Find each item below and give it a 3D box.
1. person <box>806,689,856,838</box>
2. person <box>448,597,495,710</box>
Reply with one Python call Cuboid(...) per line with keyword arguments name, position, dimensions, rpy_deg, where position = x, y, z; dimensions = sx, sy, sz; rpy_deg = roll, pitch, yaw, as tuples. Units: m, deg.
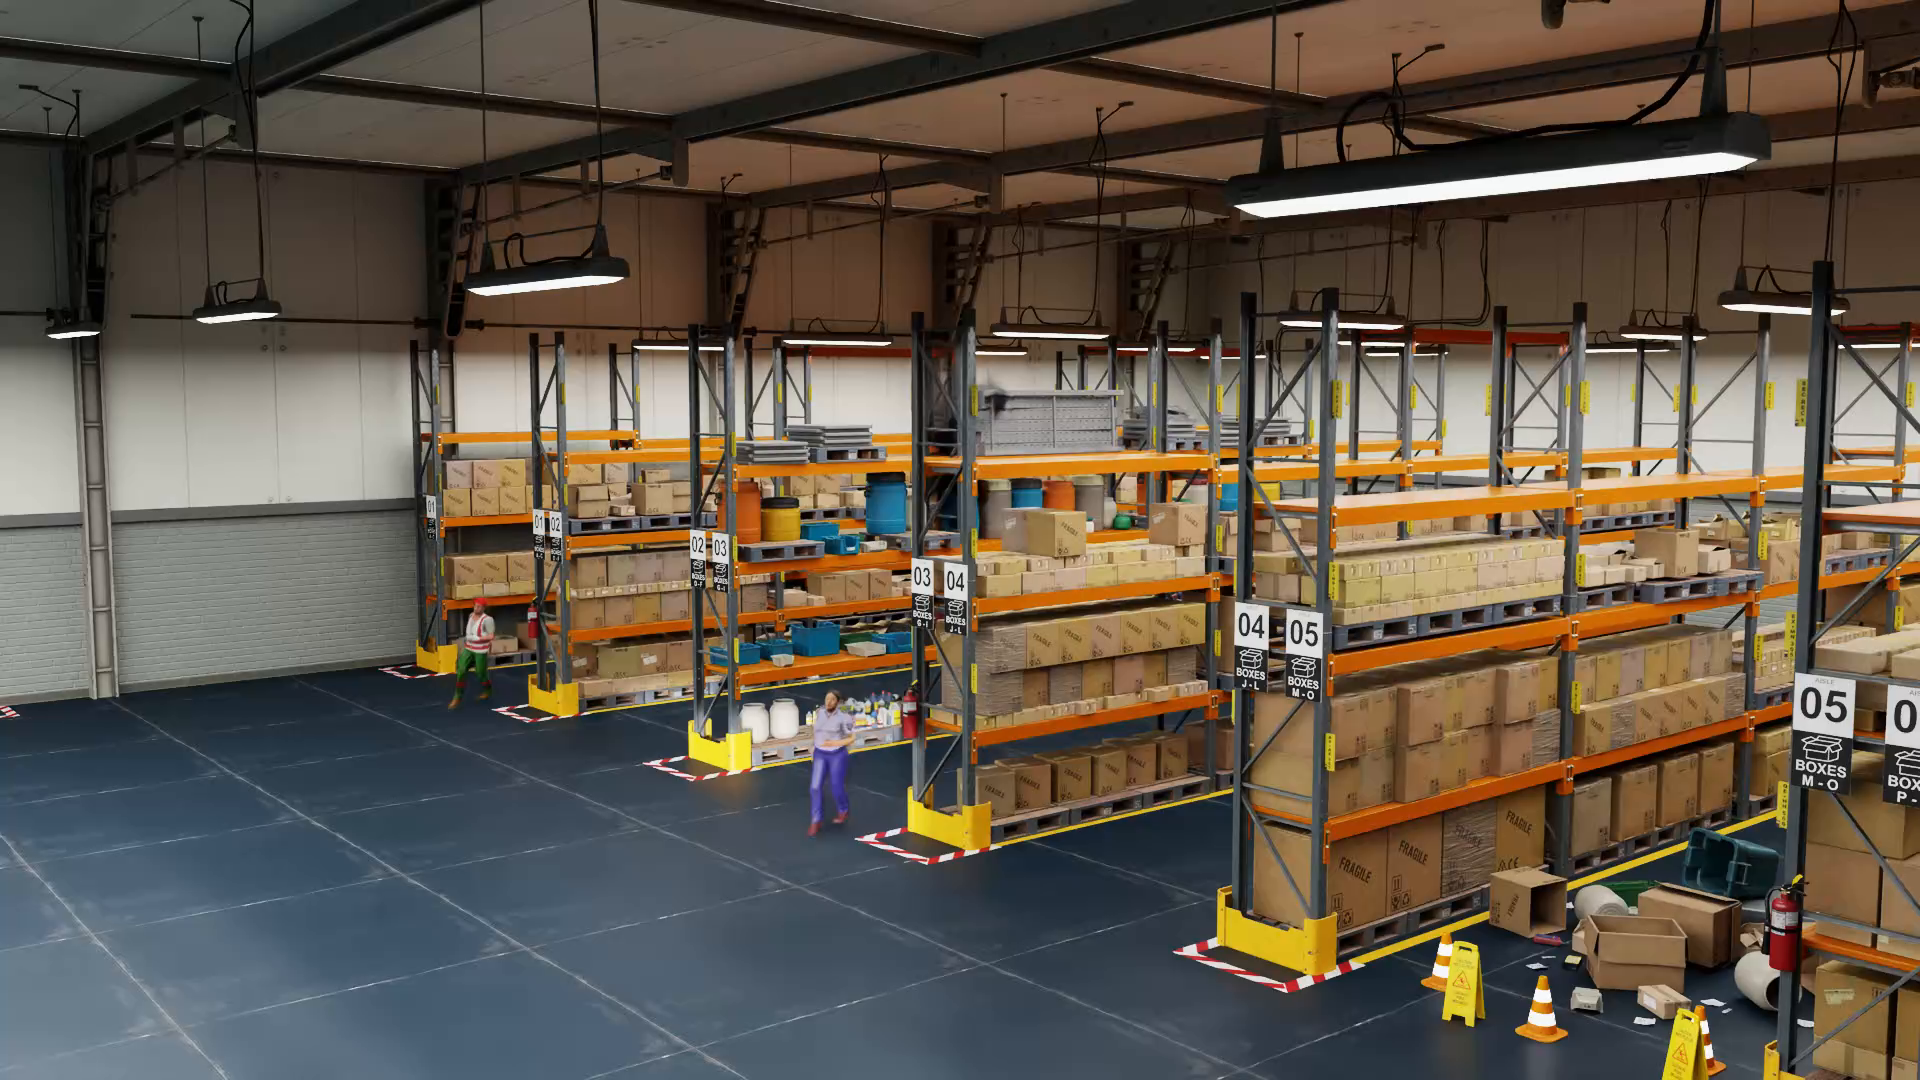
Cuboid(name="person", position=(-1.479, 2.559, 19.312), dimensions=(0.602, 1.672, 0.796), rpy_deg=(2, 6, 20))
Cuboid(name="person", position=(-7.762, 1.797, 26.819), dimensions=(0.677, 1.784, 0.904), rpy_deg=(2, 6, 20))
